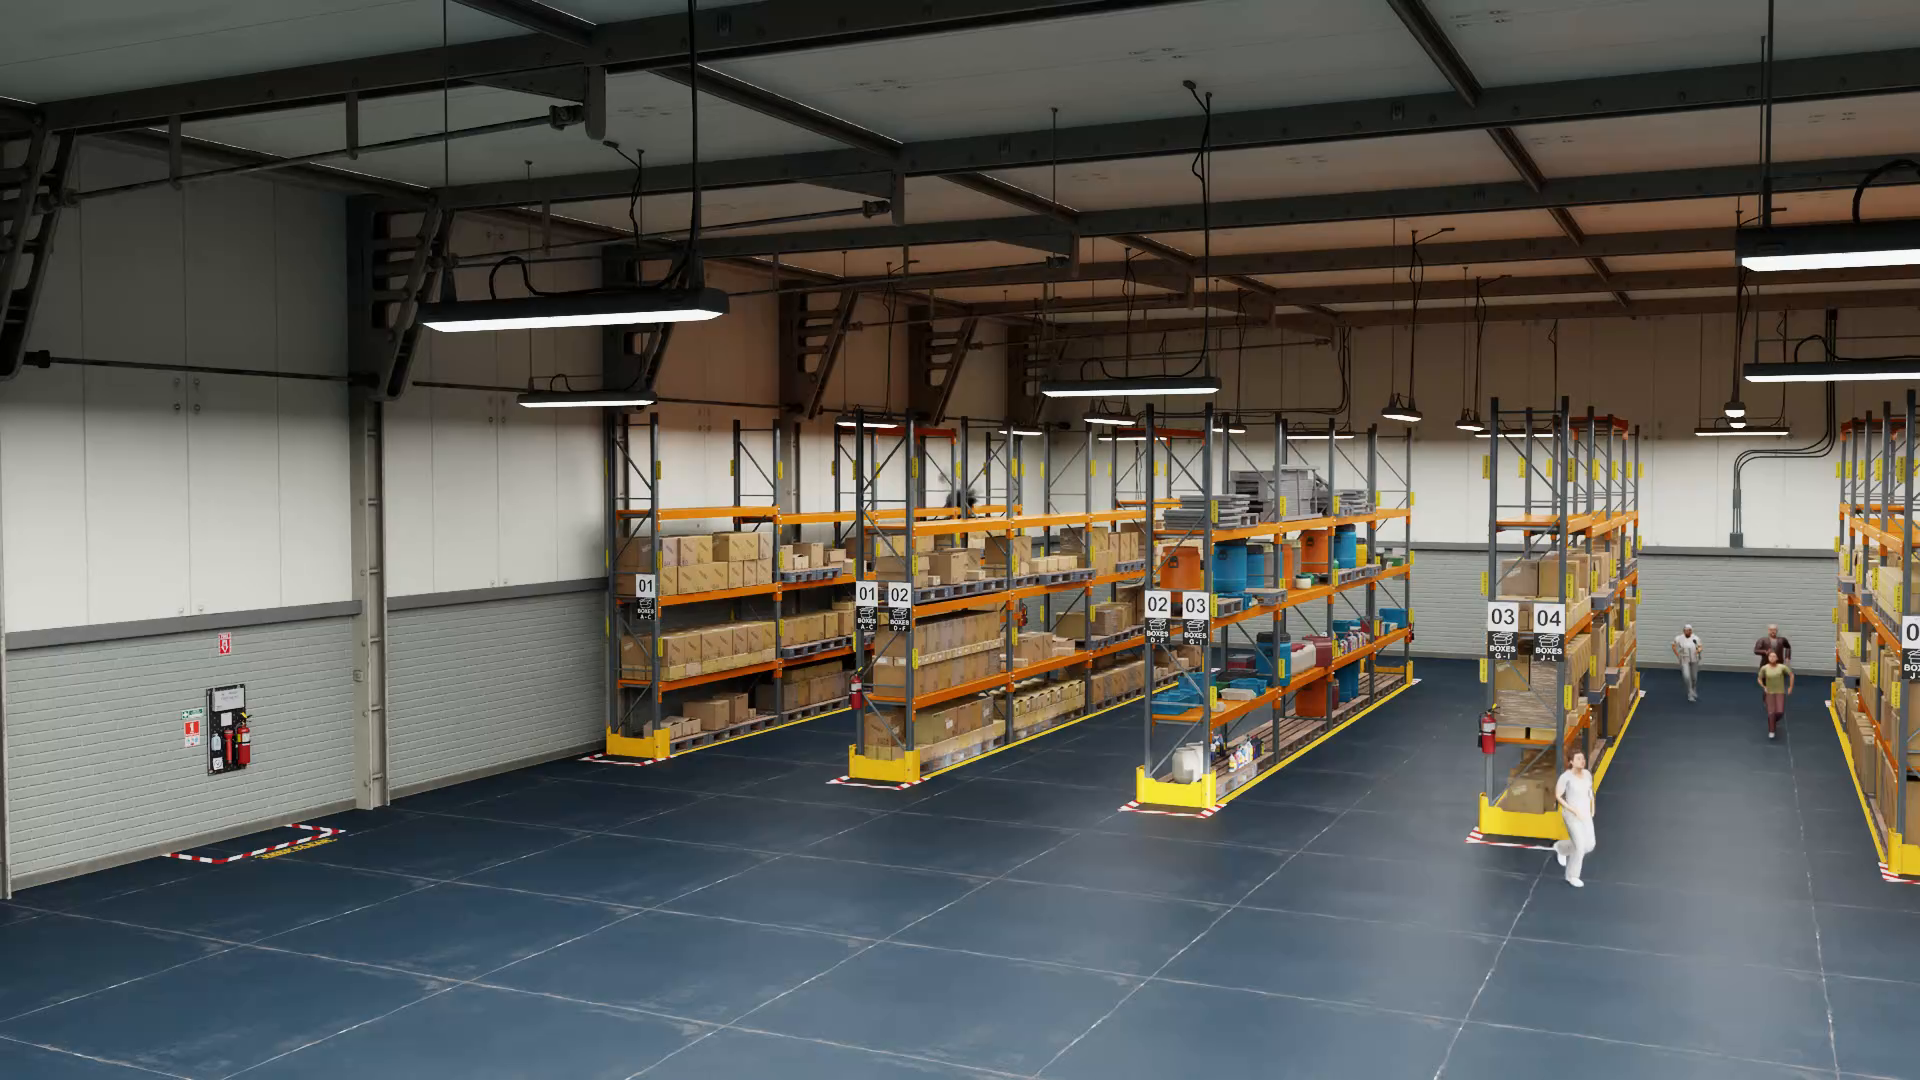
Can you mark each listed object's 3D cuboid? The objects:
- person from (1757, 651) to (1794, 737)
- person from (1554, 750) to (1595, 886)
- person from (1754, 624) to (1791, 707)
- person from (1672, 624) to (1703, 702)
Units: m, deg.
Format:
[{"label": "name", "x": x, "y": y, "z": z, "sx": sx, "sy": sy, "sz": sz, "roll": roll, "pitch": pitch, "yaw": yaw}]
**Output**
[{"label": "person", "x": 15.266, "y": 2.887, "z": 31.152, "sx": 0.610, "sy": 1.631, "sz": 0.607, "roll": 1, "pitch": 3, "yaw": 29}, {"label": "person", "x": 7.450, "y": 3.348, "z": 20.193, "sx": 0.587, "sy": 1.640, "sz": 0.636, "roll": -1, "pitch": 3, "yaw": -20}, {"label": "person", "x": 16.788, "y": 2.647, "z": 34.367, "sx": 0.697, "sy": 1.807, "sz": 1.010, "roll": 1, "pitch": 3, "yaw": 24}, {"label": "person", "x": 15.862, "y": 2.660, "z": 36.268, "sx": 0.626, "sy": 1.676, "sz": 0.831, "roll": 1, "pitch": 2, "yaw": 16}]
